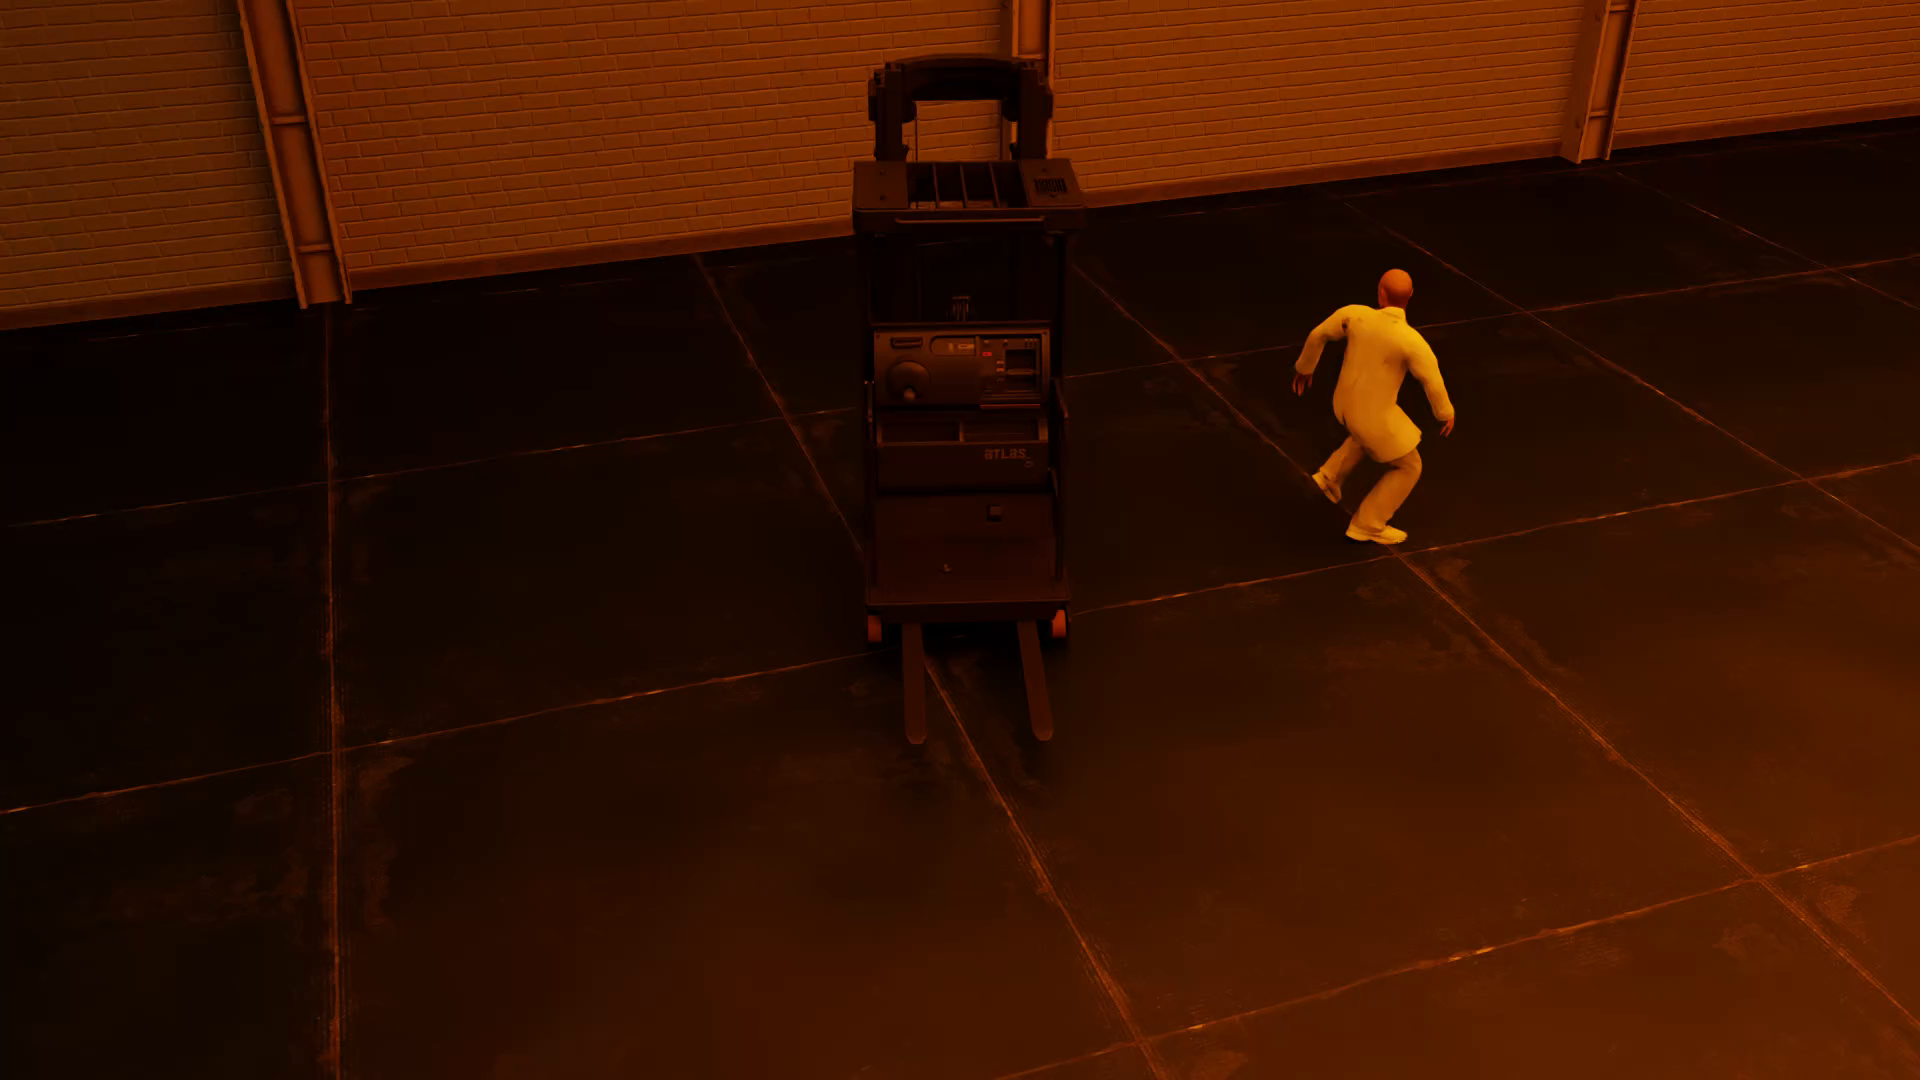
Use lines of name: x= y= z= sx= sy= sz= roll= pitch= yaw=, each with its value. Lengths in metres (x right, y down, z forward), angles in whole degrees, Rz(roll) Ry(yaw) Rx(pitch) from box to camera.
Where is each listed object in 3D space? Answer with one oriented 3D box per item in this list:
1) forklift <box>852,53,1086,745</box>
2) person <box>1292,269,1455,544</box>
forklift: x=0.024 y=-0.871 z=8.600 sx=1.130 sy=2.935 sz=3.031 roll=-1 pitch=30 yaw=-2
person: x=2.437 y=-0.802 z=9.765 sx=0.642 sy=1.678 sz=0.868 roll=-14 pitch=33 yaw=-23
